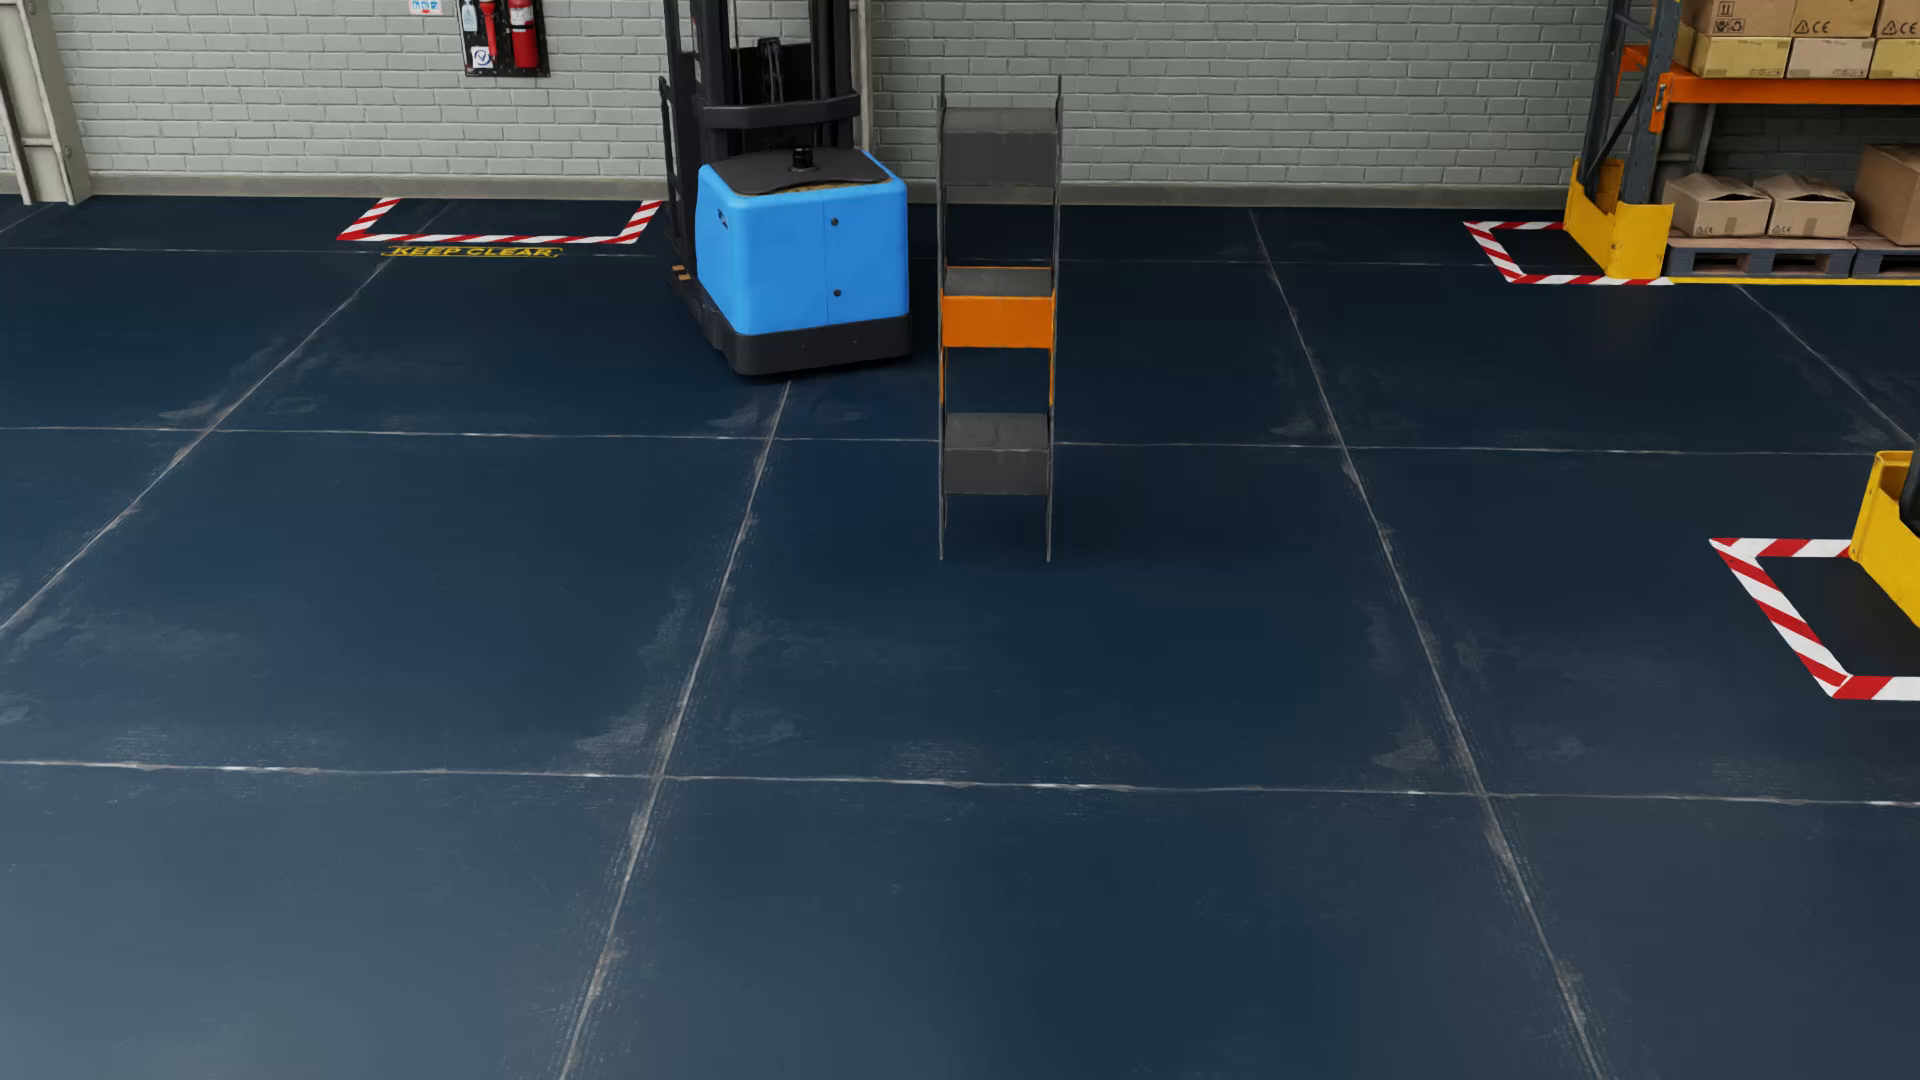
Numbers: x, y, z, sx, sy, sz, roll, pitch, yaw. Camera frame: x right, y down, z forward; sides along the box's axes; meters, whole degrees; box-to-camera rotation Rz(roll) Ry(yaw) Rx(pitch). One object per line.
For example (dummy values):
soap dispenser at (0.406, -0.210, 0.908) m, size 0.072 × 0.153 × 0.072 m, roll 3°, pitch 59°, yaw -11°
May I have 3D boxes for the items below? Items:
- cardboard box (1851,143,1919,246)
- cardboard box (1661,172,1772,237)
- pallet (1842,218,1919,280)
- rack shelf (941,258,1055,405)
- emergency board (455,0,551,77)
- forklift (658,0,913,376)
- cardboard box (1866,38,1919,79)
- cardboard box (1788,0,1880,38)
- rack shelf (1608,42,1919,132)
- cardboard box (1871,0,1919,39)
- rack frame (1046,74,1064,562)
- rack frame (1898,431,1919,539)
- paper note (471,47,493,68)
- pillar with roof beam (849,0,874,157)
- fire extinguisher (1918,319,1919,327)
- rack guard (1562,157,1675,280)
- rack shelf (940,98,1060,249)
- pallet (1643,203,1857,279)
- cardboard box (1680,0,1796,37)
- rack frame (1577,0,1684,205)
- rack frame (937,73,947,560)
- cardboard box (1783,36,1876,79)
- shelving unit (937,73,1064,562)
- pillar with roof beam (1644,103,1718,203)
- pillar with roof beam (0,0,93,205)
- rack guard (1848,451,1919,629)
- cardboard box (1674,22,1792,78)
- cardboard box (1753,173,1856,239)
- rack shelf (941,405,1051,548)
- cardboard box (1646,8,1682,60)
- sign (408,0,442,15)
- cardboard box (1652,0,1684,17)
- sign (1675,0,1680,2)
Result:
cardboard box at (6.410, -2.317, 11.118) m, size 0.500 × 0.500 × 0.700 m, roll -1°, pitch 28°, yaw -1°
cardboard box at (5.109, -2.279, 11.247) m, size 0.500 × 0.311 × 0.500 m, roll -2°, pitch 28°, yaw -4°
pallet at (6.523, -2.041, 11.375) m, size 1.213 × 0.211 × 1.003 m, roll 1°, pitch 28°, yaw 2°
rack shelf at (0.165, -0.913, 7.259) m, size 0.480 × 0.518 × 0.431 m, roll 1°, pitch 28°, yaw 2°
emergency board at (-3.314, -3.877, 11.861) m, size 0.643 × 1.169 × 0.194 m, roll 1°, pitch 28°, yaw 2°
forklift at (-1.267, -2.889, 10.070) m, size 1.130 × 2.935 × 3.031 m, roll -10°, pitch 29°, yaw -18°
cardboard box at (5.925, -3.099, 10.531) m, size 0.500 × 0.250 × 0.500 m, roll 1°, pitch 28°, yaw 1°
cardboard box at (5.380, -3.438, 10.372) m, size 0.500 × 0.500 × 0.500 m, roll 1°, pitch 28°, yaw 2°
rack shelf at (6.419, -2.975, 10.927) m, size 4.000 × 0.370 × 1.077 m, roll 1°, pitch 28°, yaw 2°
cardboard box at (5.897, -3.427, 10.350) m, size 0.500 × 0.500 × 0.500 m, roll 0°, pitch 28°, yaw 0°
rack frame at (0.409, -0.921, 7.245) m, size 0.015 × 2.100 × 0.400 m, roll 1°, pitch 28°, yaw 2°
rack frame at (4.249, -1.007, 6.447) m, size 0.127 × 3.000 × 1.000 m, roll 1°, pitch 28°, yaw 2°
paper note at (-3.489, -3.523, 12.134) m, size 0.142 × 0.148 × 0.016 m, roll 1°, pitch 28°, yaw 2°
pillar with roof beam at (-0.998, -4.454, 6.544) m, size 0.400 × 9.000 × 9.100 m, roll 1°, pitch 28°, yaw 2°
fire extinguisher at (4.148, -1.192, 6.879) m, size 0.183 × 0.674 × 0.296 m, roll 1°, pitch 28°, yaw 2°
rack guard at (4.496, -2.220, 11.404) m, size 0.348 × 0.500 × 1.175 m, roll 1°, pitch 28°, yaw 2°
rack shelf at (0.165, -1.531, 6.932) m, size 0.480 × 0.518 × 0.431 m, roll 1°, pitch 28°, yaw 2°
pallet at (5.307, -2.063, 11.415) m, size 1.213 × 0.211 × 1.003 m, roll 1°, pitch 28°, yaw 2°
cardboard box at (4.887, -3.451, 10.396) m, size 0.500 × 0.500 × 0.500 m, roll 1°, pitch 28°, yaw 2°
rack frame at (4.420, -3.326, 10.821) m, size 0.127 × 3.000 × 1.000 m, roll 1°, pitch 28°, yaw 2°
rack frame at (-0.078, -0.929, 7.261) m, size 0.015 × 2.100 × 0.400 m, roll 1°, pitch 28°, yaw 2°
cardboard box at (5.416, -3.110, 10.553) m, size 0.500 × 0.250 × 0.500 m, roll 0°, pitch 28°, yaw 0°
shelving unit at (0.165, -0.925, 7.253) m, size 0.503 × 2.100 × 0.431 m, roll 1°, pitch 28°, yaw 2°
pillar with roof beam at (4.999, -4.355, 6.357) m, size 0.400 × 9.000 × 9.100 m, roll 1°, pitch 28°, yaw 2°
pillar with roof beam at (-6.994, -4.553, 6.731) m, size 0.400 × 9.000 × 9.100 m, roll 1°, pitch 28°, yaw 2°
rack guard at (4.225, 0.097, 7.033) m, size 0.348 × 0.500 × 1.175 m, roll 1°, pitch 28°, yaw 2°
cardboard box at (4.897, -3.112, 10.556) m, size 0.500 × 0.250 × 0.500 m, roll 0°, pitch 28°, yaw 0°
cardboard box at (5.678, -2.269, 11.229) m, size 0.500 × 0.311 × 0.500 m, roll 3°, pitch 28°, yaw 6°
rack shelf at (0.165, -0.294, 7.587) m, size 0.480 × 0.518 × 0.431 m, roll 1°, pitch 28°, yaw 2°
cardboard box at (4.894, -3.351, 11.008) m, size 0.500 × 0.250 × 0.500 m, roll 1°, pitch 28°, yaw 3°
sign at (-3.863, -3.950, 11.961) m, size 0.234 × 0.329 × 0.001 m, roll 1°, pitch 28°, yaw 2°
cardboard box at (4.899, -3.691, 10.849) m, size 0.500 × 0.500 × 0.500 m, roll 1°, pitch 28°, yaw 1°
sign at (4.401, -3.454, 10.139) m, size 0.005 × 0.325 × 0.100 m, roll 1°, pitch 28°, yaw 2°
